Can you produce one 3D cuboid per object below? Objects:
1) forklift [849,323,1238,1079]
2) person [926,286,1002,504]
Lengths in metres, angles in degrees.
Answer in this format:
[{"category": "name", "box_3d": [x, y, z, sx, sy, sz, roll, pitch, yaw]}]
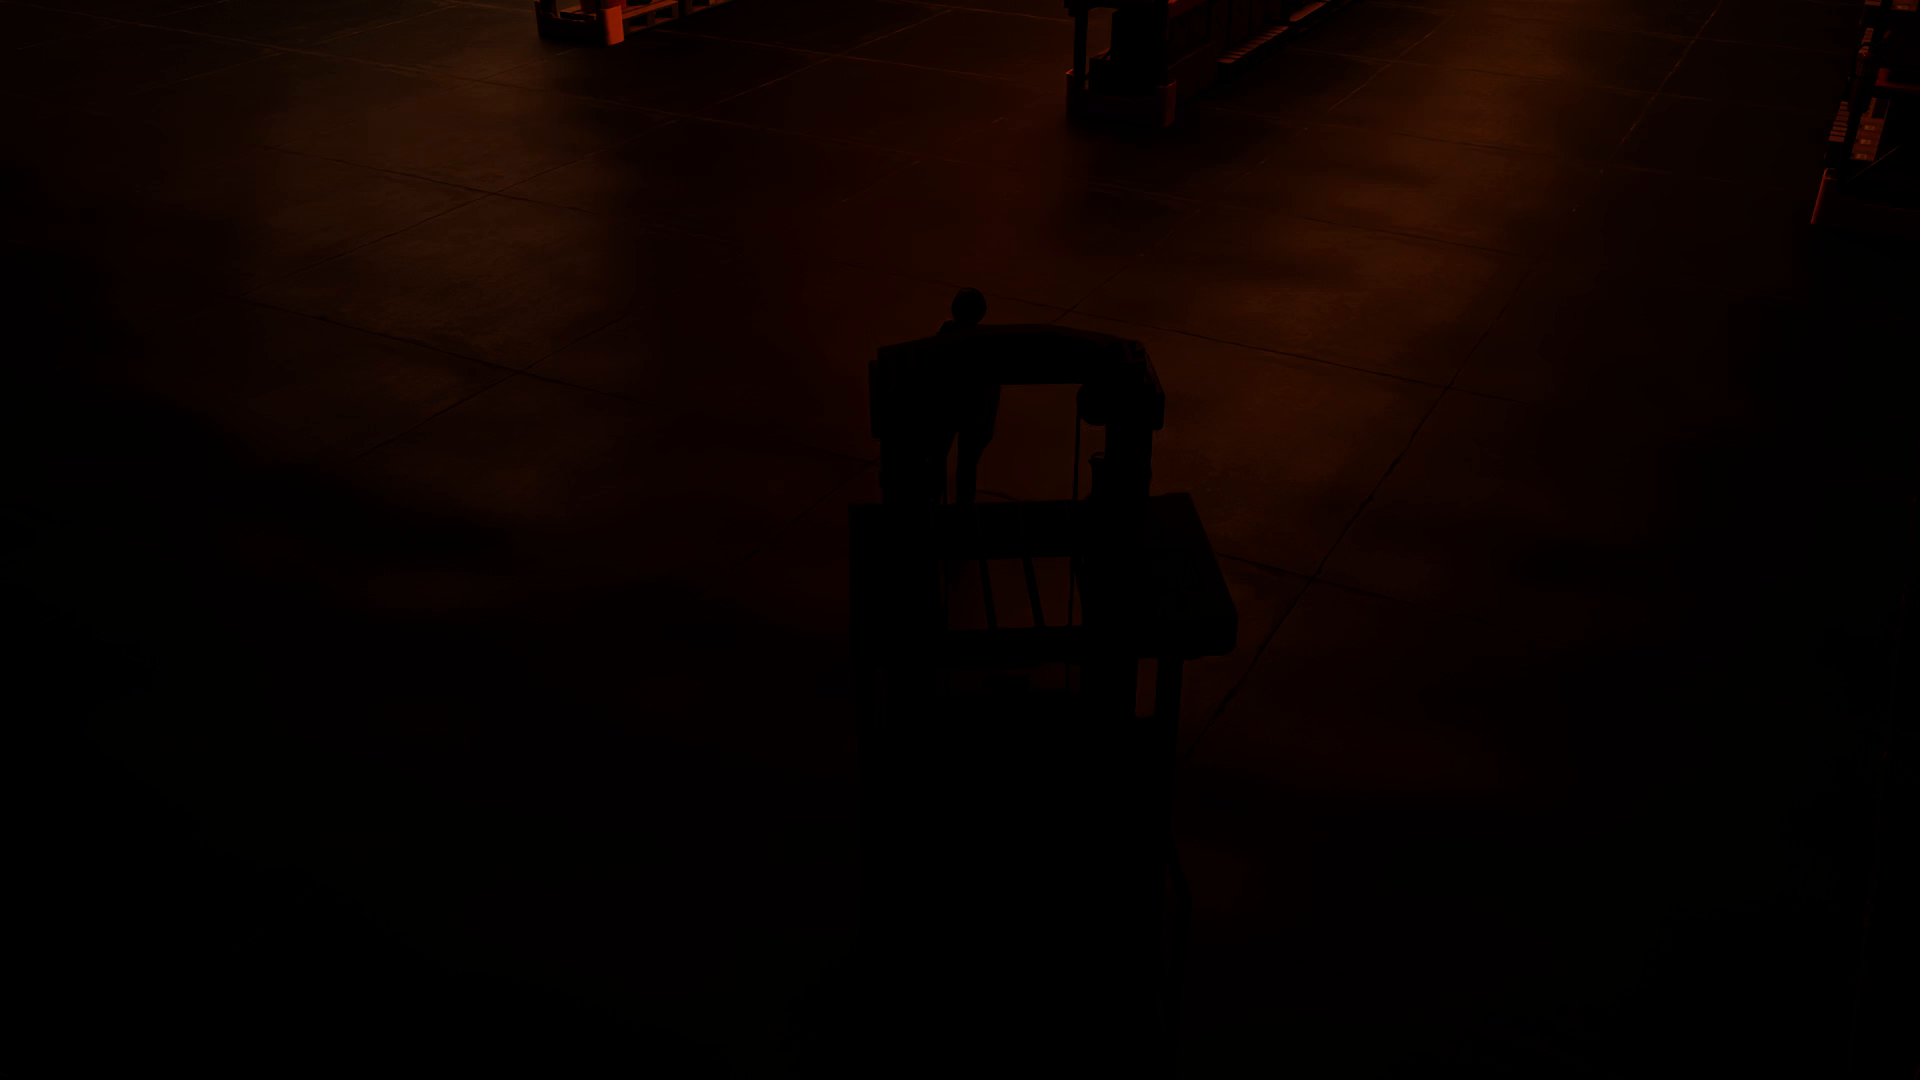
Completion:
[{"category": "forklift", "box_3d": [0.210, 0.907, 5.500, 1.130, 2.935, 3.031, -2, 30, -3]}, {"category": "person", "box_3d": [-0.048, -0.668, 9.549, 0.521, 1.599, 0.473, 15, 33, 25]}]
